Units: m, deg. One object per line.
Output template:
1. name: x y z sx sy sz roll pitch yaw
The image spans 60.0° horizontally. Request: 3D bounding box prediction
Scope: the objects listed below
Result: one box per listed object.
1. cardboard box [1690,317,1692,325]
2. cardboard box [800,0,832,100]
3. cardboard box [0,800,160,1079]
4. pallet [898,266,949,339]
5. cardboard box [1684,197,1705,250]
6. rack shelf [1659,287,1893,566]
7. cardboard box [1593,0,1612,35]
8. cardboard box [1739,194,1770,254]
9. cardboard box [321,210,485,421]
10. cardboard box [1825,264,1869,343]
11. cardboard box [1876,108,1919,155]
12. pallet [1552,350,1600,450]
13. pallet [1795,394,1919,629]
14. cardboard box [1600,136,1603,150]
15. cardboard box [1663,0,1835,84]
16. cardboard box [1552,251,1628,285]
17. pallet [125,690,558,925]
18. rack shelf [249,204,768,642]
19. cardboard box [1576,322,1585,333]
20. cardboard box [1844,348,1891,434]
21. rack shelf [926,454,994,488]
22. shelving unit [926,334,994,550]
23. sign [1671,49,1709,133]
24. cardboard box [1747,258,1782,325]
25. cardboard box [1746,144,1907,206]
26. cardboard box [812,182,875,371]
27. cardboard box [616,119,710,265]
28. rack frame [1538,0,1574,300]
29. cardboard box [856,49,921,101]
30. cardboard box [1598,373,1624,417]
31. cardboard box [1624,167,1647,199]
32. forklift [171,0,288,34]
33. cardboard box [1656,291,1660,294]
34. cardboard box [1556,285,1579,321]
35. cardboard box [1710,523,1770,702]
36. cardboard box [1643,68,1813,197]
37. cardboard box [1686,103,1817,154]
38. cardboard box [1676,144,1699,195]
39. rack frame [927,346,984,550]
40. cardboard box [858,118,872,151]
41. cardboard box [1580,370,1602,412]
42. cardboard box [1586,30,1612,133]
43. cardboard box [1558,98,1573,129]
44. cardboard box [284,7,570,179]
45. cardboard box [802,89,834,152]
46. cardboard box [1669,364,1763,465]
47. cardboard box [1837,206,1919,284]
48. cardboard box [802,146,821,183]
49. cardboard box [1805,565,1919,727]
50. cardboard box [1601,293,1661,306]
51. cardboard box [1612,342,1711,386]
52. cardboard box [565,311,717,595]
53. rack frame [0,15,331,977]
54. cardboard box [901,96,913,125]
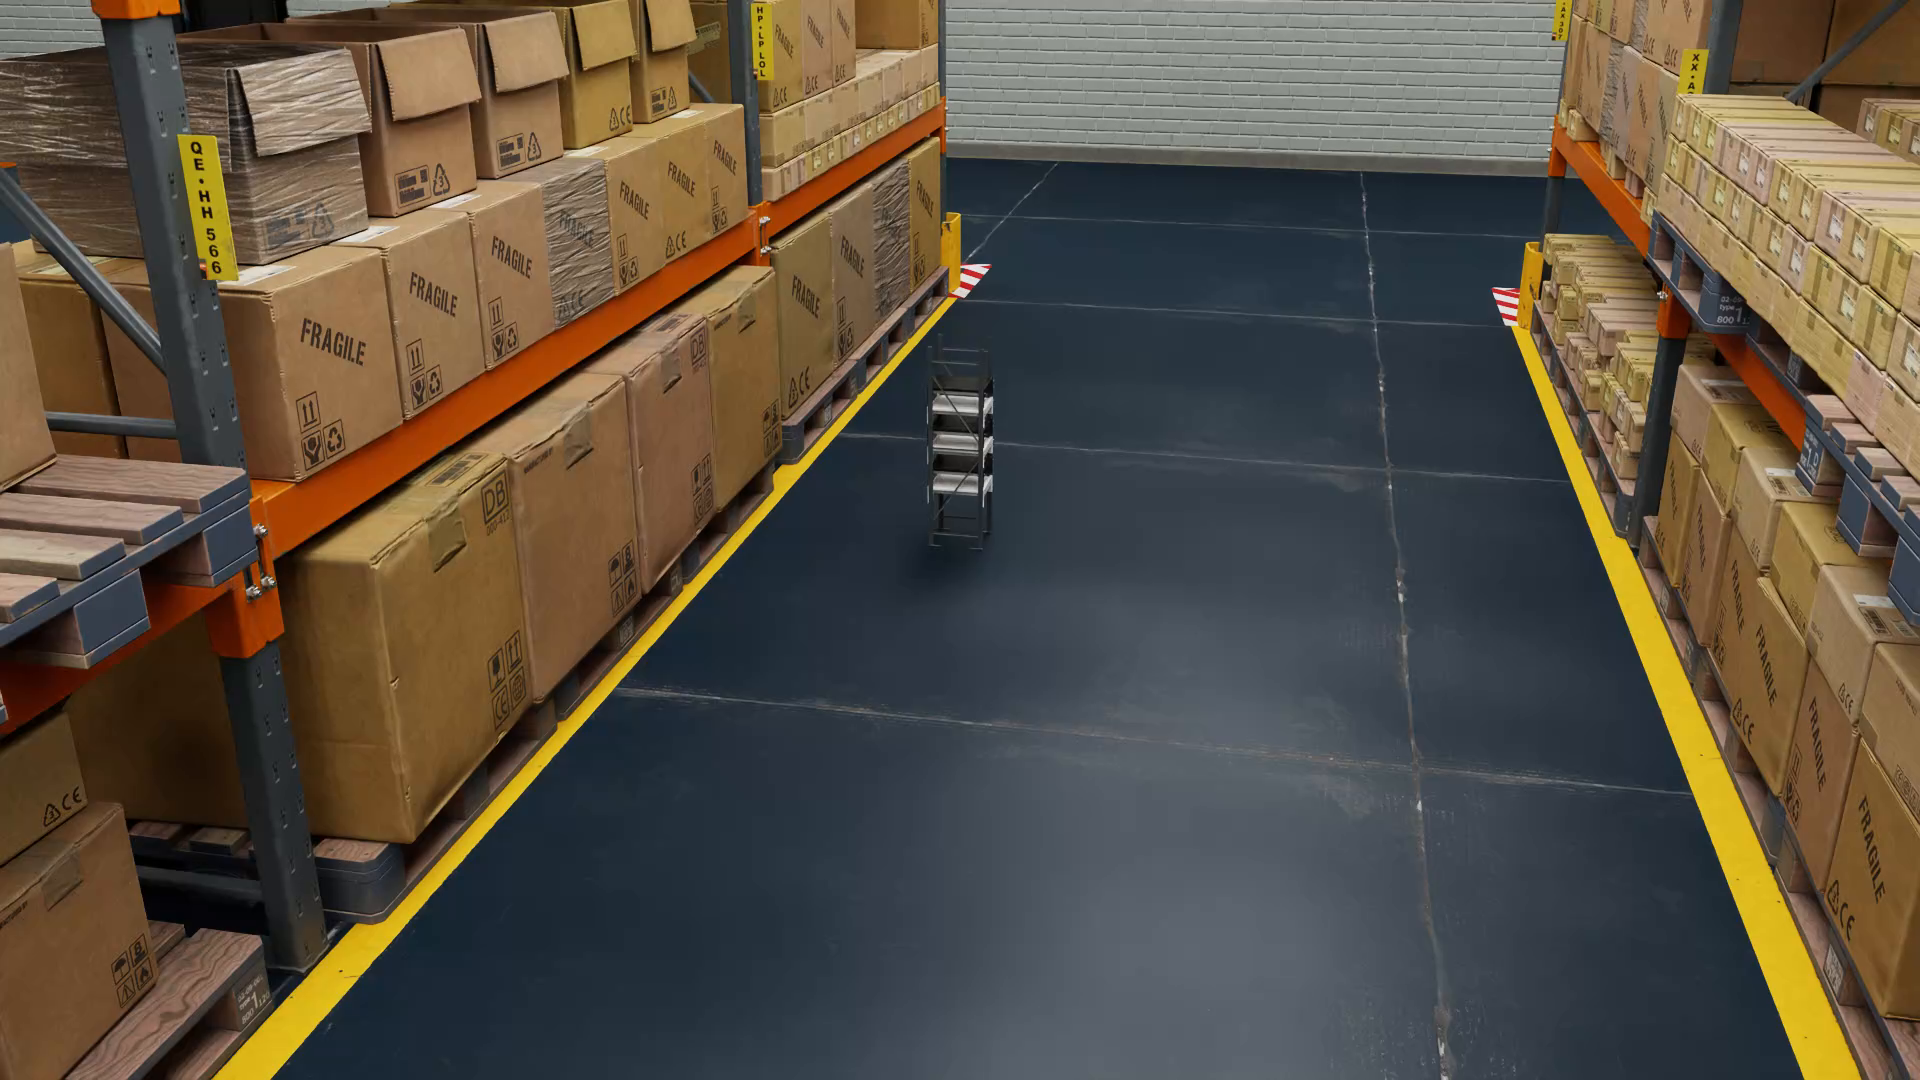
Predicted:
1. cardboard box: 4.039 -1.159 8.675 0.380 0.149 0.250 5 22 11
2. cardboard box: -0.957 -2.498 8.339 0.500 0.500 0.500 4 22 11
3. cardboard box: -2.346 0.919 3.815 0.700 0.500 0.500 3 22 8
4. pallet: -0.683 -1.617 11.087 1.003 0.211 1.213 4 22 11
5. cardboard box: 2.786 -1.108 5.863 0.380 0.149 0.250 5 22 11
6. rack shelf: 3.014 -0.266 4.962 1.077 0.370 4.000 4 22 11
7. cardboard box: 3.662 -2.925 8.730 0.500 0.500 0.500 4 22 10
8. cardboard box: 2.629 -0.958 5.094 0.380 0.149 0.250 4 22 10
9. cardboard box: -1.760 -0.676 4.882 0.500 0.500 0.500 4 22 9
10. cardboard box: 2.417 -0.586 4.169 0.380 0.149 0.250 5 22 11
11. cardboard box: 3.477 -1.425 5.856 0.380 0.149 0.250 4 22 9
12. pallet: 3.771 -0.734 8.893 1.003 0.211 1.213 4 22 11
13. pallet: 2.647 -0.048 3.715 1.213 0.211 1.003 4 22 11
14. cardboard box: 3.735 -2.191 9.115 0.380 0.149 0.250 4 22 10
15. cardboard box: 3.254 -2.172 6.861 0.500 0.500 0.500 4 22 9
16. cardboard box: 3.684 -1.584 9.730 0.380 0.149 0.250 4 22 11
17. pallet: -1.994 0.727 5.265 1.003 0.211 1.213 4 22 11
18. rack shelf: -1.821 -0.681 5.993 1.077 0.370 4.000 4 22 11
19. cardboard box: 3.683 -1.120 9.374 0.380 0.149 0.250 5 22 11
20. cardboard box: 2.361 -0.347 3.974 0.380 0.149 0.250 5 22 12
21. rack shelf: 0.002 -0.306 7.239 0.258 0.077 0.200 4 22 11
22. shelving unit: 0.002 -0.420 7.193 0.258 0.900 0.210 4 22 11
23. sign: 2.890 -1.771 6.578 0.100 0.325 0.005 4 22 11
24. cardboard box: 2.576 -0.731 4.927 0.380 0.149 0.250 3 22 8
25. cardboard box: 2.629 -1.104 5.056 0.380 0.149 0.250 5 23 13
26. cardboard box: -1.016 -1.520 9.394 0.875 0.875 0.875 4 22 11
27. cardboard box: -1.348 -1.420 6.731 0.500 0.500 0.500 5 23 13
28. rack frame: 4.239 -2.794 10.276 1.000 3.000 0.127 4 22 11
29. cardboard box: -0.540 -2.895 10.328 0.500 0.250 0.500 4 22 10
30. cardboard box: 3.256 -0.680 7.883 0.380 0.149 0.250 4 22 9
31. cardboard box: 3.413 -1.727 7.962 0.380 0.149 0.250 3 22 9
32. forklift: -4.039 -1.955 8.283 3.031 2.935 1.130 -7 23 -16
33. cardboard box: 4.150 -1.309 9.445 0.380 0.149 0.250 4 22 10
34. cardboard box: 3.647 -1.355 9.558 0.380 0.149 0.250 5 23 13
35. cardboard box: 2.812 0.270 5.453 0.500 0.500 0.500 5 22 12
36. cardboard box: 3.244 -1.714 7.062 0.500 0.500 0.500 4 22 11
37. cardboard box: 2.841 -1.474 5.976 0.380 0.149 0.250 5 22 12
38. cardboard box: 2.841 -1.344 6.050 0.380 0.149 0.250 4 22 10
39. rack frame: -0.019 -0.383 7.101 0.240 0.900 0.006 4 22 11
40. cardboard box: -0.710 -2.283 9.343 0.380 0.149 0.250 4 22 9
41. cardboard box: 3.380 -0.752 8.459 0.380 0.149 0.250 4 22 11
42. cardboard box: 3.680 -2.460 8.913 0.500 0.500 0.500 5 22 12
43. cardboard box: 3.852 -2.584 10.091 0.380 0.149 0.250 4 22 10
44. cardboard box: -1.798 -1.545 5.698 0.797 0.503 0.637 5 23 13
45. cardboard box: -0.954 -2.148 8.475 0.500 0.250 0.500 4 22 11
46. cardboard box: 3.013 -0.464 6.271 0.500 0.250 0.500 3 22 9
47. cardboard box: 2.415 -0.722 4.109 0.380 0.149 0.250 5 22 13
48. cardboard box: -0.920 -1.905 8.405 0.380 0.149 0.250 5 23 13
49. cardboard box: 2.581 0.293 4.391 0.500 0.250 0.500 5 22 12
50. cardboard box: 3.592 -1.195 8.763 0.380 0.149 0.250 5 22 11
51. cardboard box: 3.297 -0.818 7.826 0.380 0.149 0.250 4 22 10
52. cardboard box: -1.705 -0.393 6.596 1.225 0.875 0.875 4 22 9
53. rack frame: -2.229 -0.283 4.042 1.000 3.000 0.127 4 22 11
54. cardboard box: -0.503 -2.659 10.276 0.380 0.149 0.250 5 22 12
